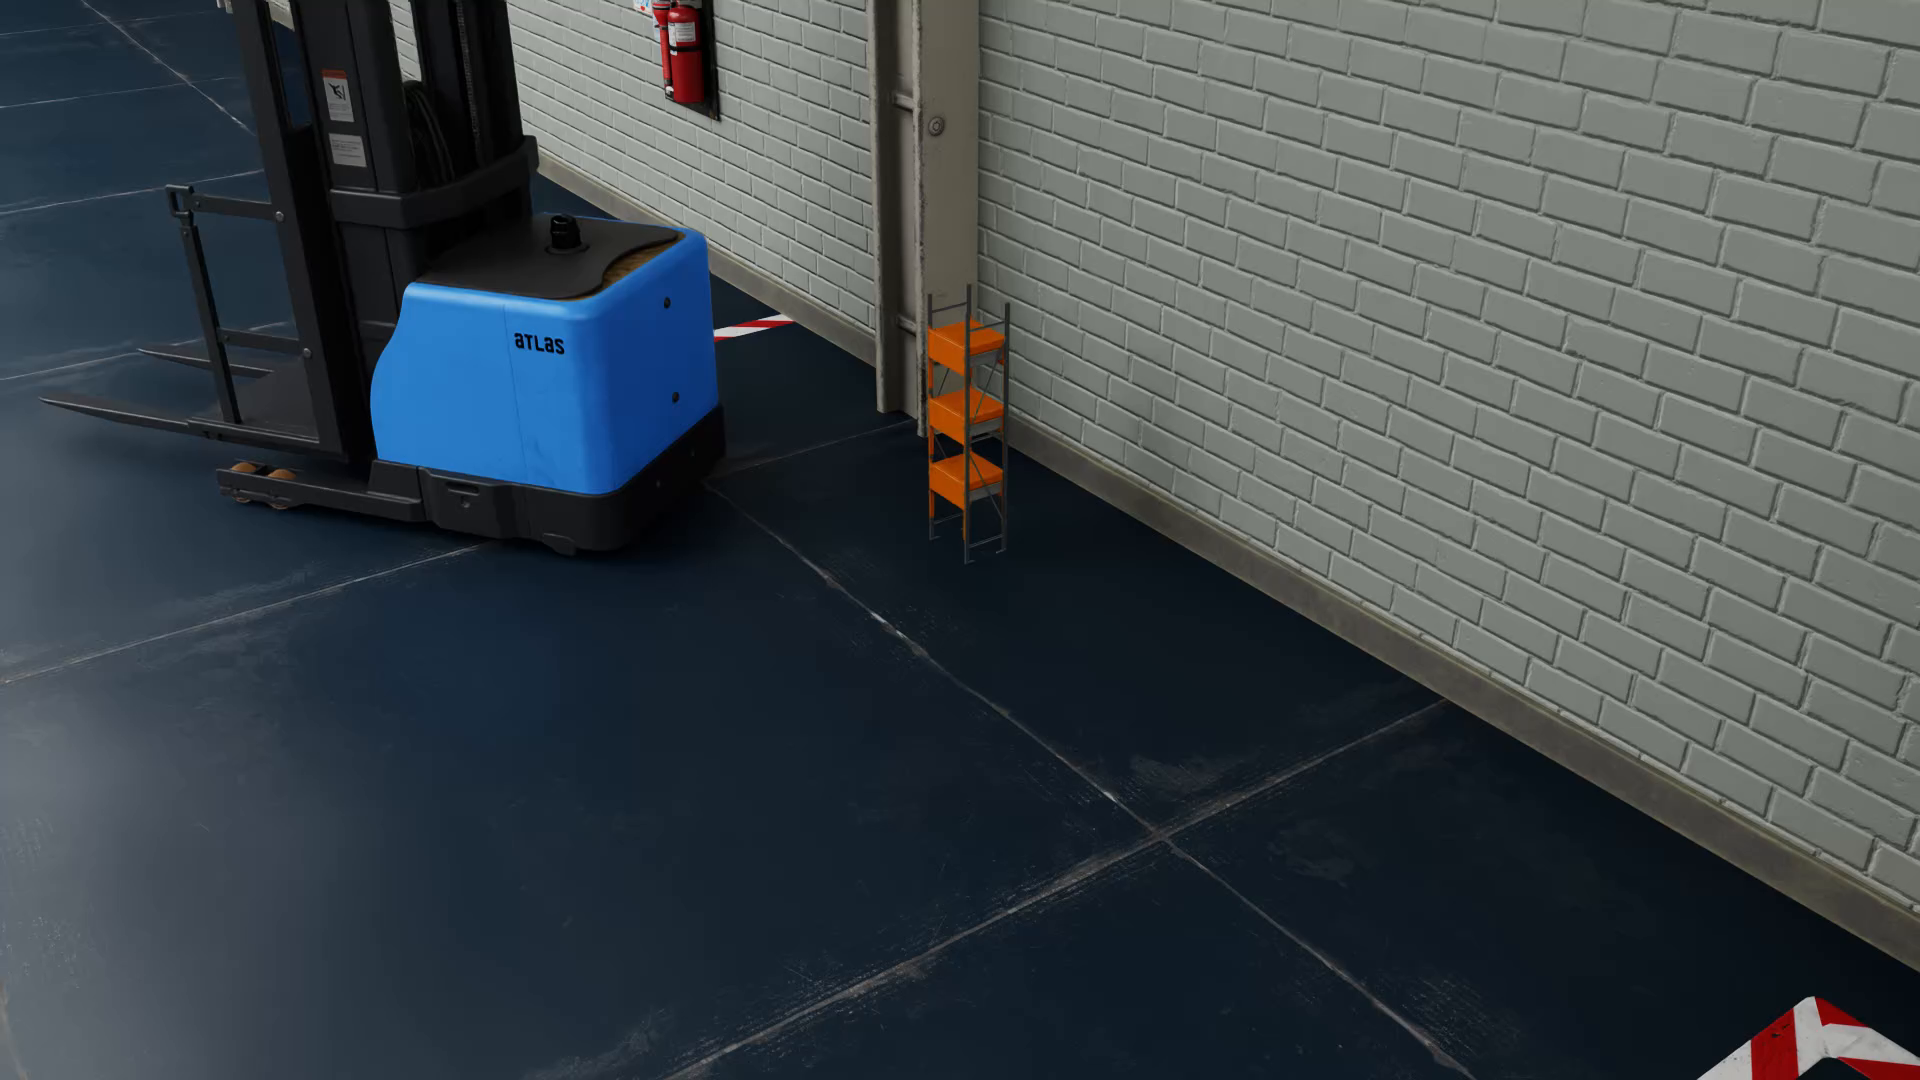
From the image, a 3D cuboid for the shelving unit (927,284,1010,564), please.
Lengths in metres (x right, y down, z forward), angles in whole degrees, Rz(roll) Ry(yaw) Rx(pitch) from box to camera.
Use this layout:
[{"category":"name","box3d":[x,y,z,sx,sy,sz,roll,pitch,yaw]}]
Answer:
[{"category":"shelving unit","box3d":[0.031,-0.441,6.461,0.215,1.050,0.252,-19,34,-31]}]

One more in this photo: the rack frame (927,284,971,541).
[{"category":"rack frame","box3d":[-0.040,-0.488,6.548,0.200,1.050,0.008,-19,34,-31]}]

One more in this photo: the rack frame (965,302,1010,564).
[{"category":"rack frame","box3d":[0.102,-0.393,6.374,0.200,1.050,0.008,-19,34,-31]}]

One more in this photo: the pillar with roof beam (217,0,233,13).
[{"category":"pillar with roof beam","box3d":[-10.624,-8.014,12.077,9.100,9.000,0.400,-19,34,-31]}]

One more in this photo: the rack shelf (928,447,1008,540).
[{"category":"rack shelf","box3d":[0.031,-0.187,6.599,0.215,0.259,0.240,-19,34,-31]}]

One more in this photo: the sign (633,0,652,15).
[{"category":"sign","box3d":[-1.795,-3.135,9.342,0.001,0.329,0.234,-19,34,-31]}]

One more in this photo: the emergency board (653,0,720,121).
[{"category":"emergency board","box3d":[-1.558,-2.876,8.902,0.194,1.169,0.643,-19,34,-31]}]

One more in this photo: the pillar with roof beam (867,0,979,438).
[{"category":"pillar with roof beam","box3d":[-3.663,-3.349,3.488,9.100,9.000,0.400,-19,34,-31]}]

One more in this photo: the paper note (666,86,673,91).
[{"category":"paper note","box3d":[-1.605,-2.577,9.274,0.016,0.148,0.142,-19,34,-31]}]

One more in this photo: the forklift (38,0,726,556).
[{"category":"forklift","box3d":[-2.601,-1.641,6.701,3.031,2.935,1.130,9,30,17]}]

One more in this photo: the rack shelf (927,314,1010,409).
[{"category":"rack shelf","box3d":[0.031,-0.681,6.331,0.215,0.259,0.240,-19,34,-31]}]

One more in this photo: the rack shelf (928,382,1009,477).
[{"category":"rack shelf","box3d":[0.031,-0.431,6.466,0.215,0.259,0.240,-19,34,-31]}]
